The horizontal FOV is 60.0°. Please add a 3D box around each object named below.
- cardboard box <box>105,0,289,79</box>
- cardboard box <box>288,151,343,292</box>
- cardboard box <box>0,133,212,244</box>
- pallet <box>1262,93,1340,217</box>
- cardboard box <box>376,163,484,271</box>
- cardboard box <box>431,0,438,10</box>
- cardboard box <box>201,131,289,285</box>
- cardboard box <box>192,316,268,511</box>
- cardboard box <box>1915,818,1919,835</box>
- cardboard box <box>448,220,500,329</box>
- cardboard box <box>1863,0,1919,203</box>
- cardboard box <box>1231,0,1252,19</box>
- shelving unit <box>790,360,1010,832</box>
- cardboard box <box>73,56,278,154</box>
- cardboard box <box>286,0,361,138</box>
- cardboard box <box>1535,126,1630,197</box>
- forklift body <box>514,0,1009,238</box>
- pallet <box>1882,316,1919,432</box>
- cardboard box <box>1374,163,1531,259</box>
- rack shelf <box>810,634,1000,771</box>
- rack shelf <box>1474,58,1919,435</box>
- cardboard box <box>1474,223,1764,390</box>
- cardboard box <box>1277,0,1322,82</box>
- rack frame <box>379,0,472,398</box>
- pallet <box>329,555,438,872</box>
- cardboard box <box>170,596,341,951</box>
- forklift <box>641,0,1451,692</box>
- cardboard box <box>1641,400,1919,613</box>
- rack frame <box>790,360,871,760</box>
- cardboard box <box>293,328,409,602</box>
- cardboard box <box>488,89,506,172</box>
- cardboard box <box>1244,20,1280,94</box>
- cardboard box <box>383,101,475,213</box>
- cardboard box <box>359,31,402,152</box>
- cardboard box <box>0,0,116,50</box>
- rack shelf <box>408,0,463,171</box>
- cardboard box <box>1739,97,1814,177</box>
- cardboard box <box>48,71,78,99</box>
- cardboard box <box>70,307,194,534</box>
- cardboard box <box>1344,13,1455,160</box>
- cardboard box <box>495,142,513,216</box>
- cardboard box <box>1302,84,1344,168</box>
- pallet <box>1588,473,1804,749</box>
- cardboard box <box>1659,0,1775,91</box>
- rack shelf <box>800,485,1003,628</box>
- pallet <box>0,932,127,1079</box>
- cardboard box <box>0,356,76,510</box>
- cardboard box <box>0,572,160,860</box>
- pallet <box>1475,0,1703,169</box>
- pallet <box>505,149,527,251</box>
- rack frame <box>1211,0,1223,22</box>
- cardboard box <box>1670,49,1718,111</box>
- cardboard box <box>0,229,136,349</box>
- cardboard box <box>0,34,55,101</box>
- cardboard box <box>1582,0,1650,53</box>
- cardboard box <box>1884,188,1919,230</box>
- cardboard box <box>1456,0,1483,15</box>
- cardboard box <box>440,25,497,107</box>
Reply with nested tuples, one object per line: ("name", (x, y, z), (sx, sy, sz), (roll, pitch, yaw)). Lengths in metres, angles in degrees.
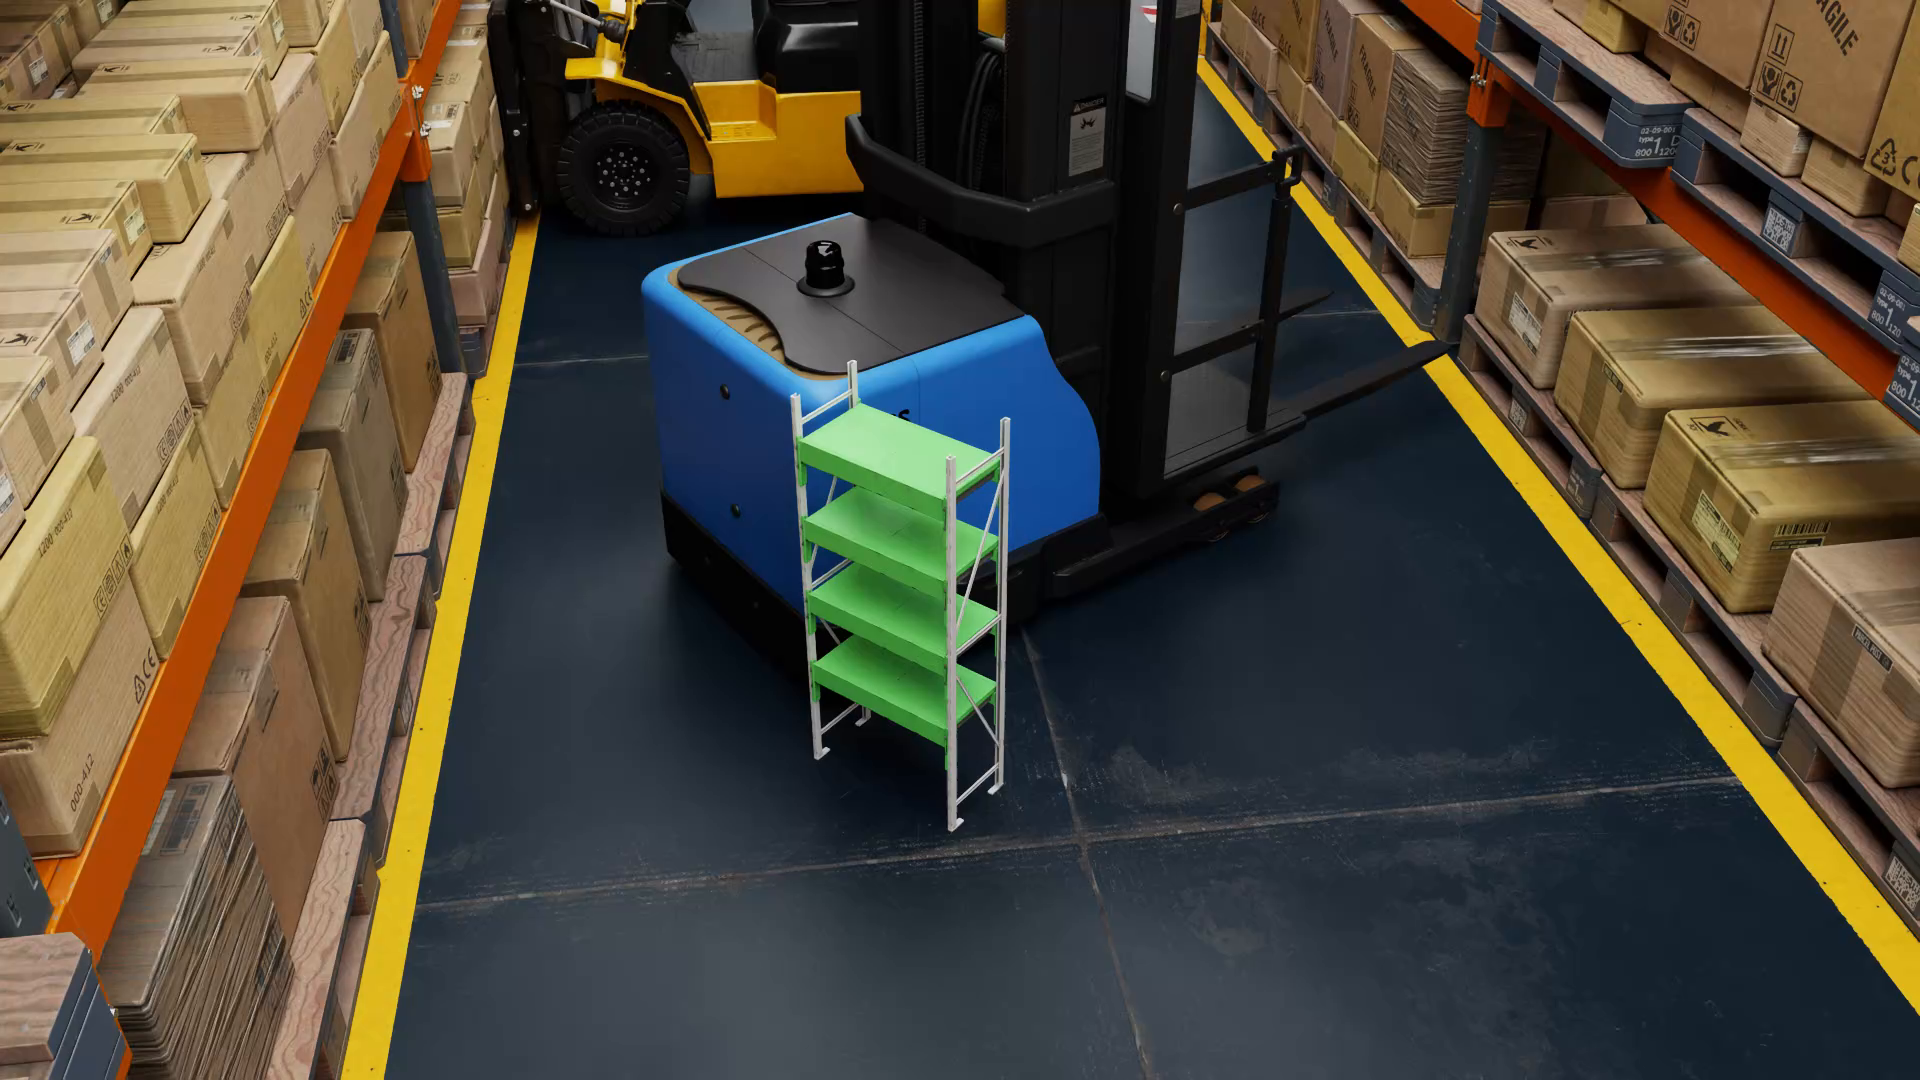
("cardboard box", (-1.982, -1.302, 4.333), (0.380, 0.149, 0.250), (-5, 35, -8))
("cardboard box", (-1.984, -0.855, 4.474), (0.500, 0.250, 0.500), (-4, 34, -6))
("cardboard box", (-1.818, -0.735, 3.500), (0.380, 0.149, 0.250), (-4, 34, -5))
("pallet", (2.204, -2.018, 8.524), (1.003, 0.211, 1.213), (-4, 35, -6))
("cardboard box", (-2.180, -1.275, 6.582), (0.500, 0.250, 0.500), (-5, 35, -7))
("cardboard box", (-2.308, -2.336, 6.425), (0.500, 0.500, 0.500), (-4, 34, -6))
("cardboard box", (-1.913, -0.772, 3.909), (0.500, 0.250, 0.500), (-4, 34, -6))
("cardboard box", (-1.840, -0.278, 3.627), (0.500, 0.250, 0.500), (-5, 35, -8))
("cardboard box", (2.969, 0.713, 4.001), (0.950, 0.372, 0.625), (-7, 35, -10))
("cardboard box", (-2.158, -1.070, 6.725), (0.500, 0.250, 0.500), (-4, 34, -6))
("cardboard box", (2.549, -1.023, 3.862), (0.500, 0.500, 0.500), (-7, 35, -10))
("cardboard box", (1.797, -3.211, 9.201), (0.500, 0.500, 0.500), (-5, 35, -8))
("shelving unit", (-0.150, 0.169, 4.437), (0.503, 1.200, 0.258), (23, 41, 30))
("cardboard box", (-1.841, -1.020, 3.919), (0.380, 0.149, 0.250), (-5, 35, -8))
("cardboard box", (-2.025, -1.341, 4.744), (0.500, 0.250, 0.500), (-5, 35, -8))
("cardboard box", (2.685, -1.813, 7.149), (0.500, 0.500, 0.500), (-3, 34, -4))
("forklift body", (-0.896, -2.699, 7.801), (2.313, 2.155, 1.214), (-4, 35, -6))
("pallet", (2.834, -0.194, 3.541), (1.213, 0.211, 1.003), (-4, 35, -6))
("cardboard box", (2.151, -1.463, 7.301), (0.500, 0.250, 0.500), (-3, 34, -4))
("rack shelf", (-0.150, 0.420, 4.608), (0.480, 0.148, 0.258), (23, 41, 30))
("rack shelf", (2.766, -0.702, 4.756), (1.077, 0.370, 4.000), (-4, 35, -6))
("cardboard box", (2.570, -0.911, 6.384), (0.950, 0.372, 0.625), (-4, 34, -6))
("cardboard box", (1.931, -2.639, 8.361), (0.500, 0.500, 0.500), (-4, 34, -5))
("rack frame", (-2.421, -1.738, 5.636), (1.000, 3.000, 0.127), (-4, 35, -6))
("pallet", (-2.116, 0.505, 4.821), (1.003, 0.211, 1.213), (-4, 35, -6))
("cardboard box", (-2.049, 0.589, 3.958), (0.875, 0.625, 0.625), (-3, 34, -5))
("forklift", (0.499, -1.421, 5.233), (3.031, 2.935, 1.130), (-23, 40, -30))
("cardboard box", (2.765, -0.122, 5.226), (0.950, 0.372, 0.625), (-3, 34, -5))
("rack frame", (-0.345, 0.086, 4.558), (0.015, 1.200, 0.240), (23, 41, 30))
("cardboard box", (-2.243, -0.206, 5.125), (0.875, 0.625, 0.625), (-5, 35, -7))
("cardboard box", (-2.306, -1.837, 7.407), (0.500, 0.250, 0.500), (-5, 35, -7))
("cardboard box", (1.855, -2.629, 9.012), (0.500, 0.250, 0.500), (-3, 34, -5))
("cardboard box", (-2.175, -1.482, 6.442), (0.500, 0.250, 0.500), (-5, 35, -7))
("cardboard box", (-2.094, -1.414, 5.295), (0.500, 0.250, 0.500), (-4, 34, -5))
("cardboard box", (-2.514, -1.401, 4.477), (0.380, 0.149, 0.250), (-5, 35, -7))
("rack shelf", (-2.690, -2.557, 7.477), (1.077, 0.370, 4.000), (-4, 35, -6))
("cardboard box", (2.406, -1.124, 4.586), (0.380, 0.149, 0.250), (-3, 34, -5))
("cardboard box", (-2.491, -1.011, 4.260), (0.500, 0.250, 0.500), (-5, 35, -8))
("cardboard box", (-1.767, -0.196, 3.063), (0.500, 0.250, 0.500), (-3, 34, -5))
("cardboard box", (2.081, -2.056, 7.507), (0.500, 0.500, 0.500), (-4, 34, -6))
("cardboard box", (-2.326, -1.638, 7.558), (0.500, 0.250, 0.500), (-4, 34, -6))
("cardboard box", (2.006, -2.043, 8.153), (0.500, 0.250, 0.500), (-4, 34, -6))
("pallet", (2.771, 0.153, 5.338), (1.003, 0.211, 1.213), (-4, 35, -6))
("cardboard box", (2.397, -1.614, 4.729), (0.500, 0.500, 0.500), (-5, 35, -7))
("rack shelf", (-0.150, 0.023, 4.338), (0.480, 0.148, 0.258), (23, 41, 30))
("pallet", (-1.722, 0.947, 1.868), (1.213, 0.211, 1.003), (-4, 35, -6))
("cardboard box", (-1.671, -0.164, 2.662), (0.380, 0.149, 0.250), (-4, 34, -5))
("cardboard box", (-1.701, 0.290, 2.794), (0.500, 0.250, 0.500), (-4, 35, -6))
("pallet", (2.456, -1.599, 5.603), (1.003, 0.211, 1.213), (-4, 35, -6))
("pallet", (-2.654, -1.715, 8.079), (1.003, 0.211, 1.213), (-4, 35, -6))
("rack frame", (1.959, -4.348, 9.466), (1.000, 3.000, 0.127), (-4, 35, -6))
("cardboard box", (2.390, -1.414, 5.012), (0.380, 0.149, 0.250), (-4, 34, -6))
("cardboard box", (-1.779, -0.450, 3.083), (0.380, 0.149, 0.250), (-4, 34, -6))
("cardboard box", (-2.467, -1.119, 4.064), (0.380, 0.149, 0.250), (-5, 35, -7))
("cardboard box", (2.283, -1.713, 5.450), (0.380, 0.149, 0.250), (-4, 34, -5))
("cardboard box", (2.586, -0.843, 4.174), (0.380, 0.149, 0.250), (-4, 34, -6))
("cardboard box", (2.152, -2.168, 6.491), (0.380, 0.149, 0.250), (-5, 35, -7))
("cardboard box", (-2.312, -2.045, 7.268), (0.500, 0.250, 0.500), (-3, 34, -5))
